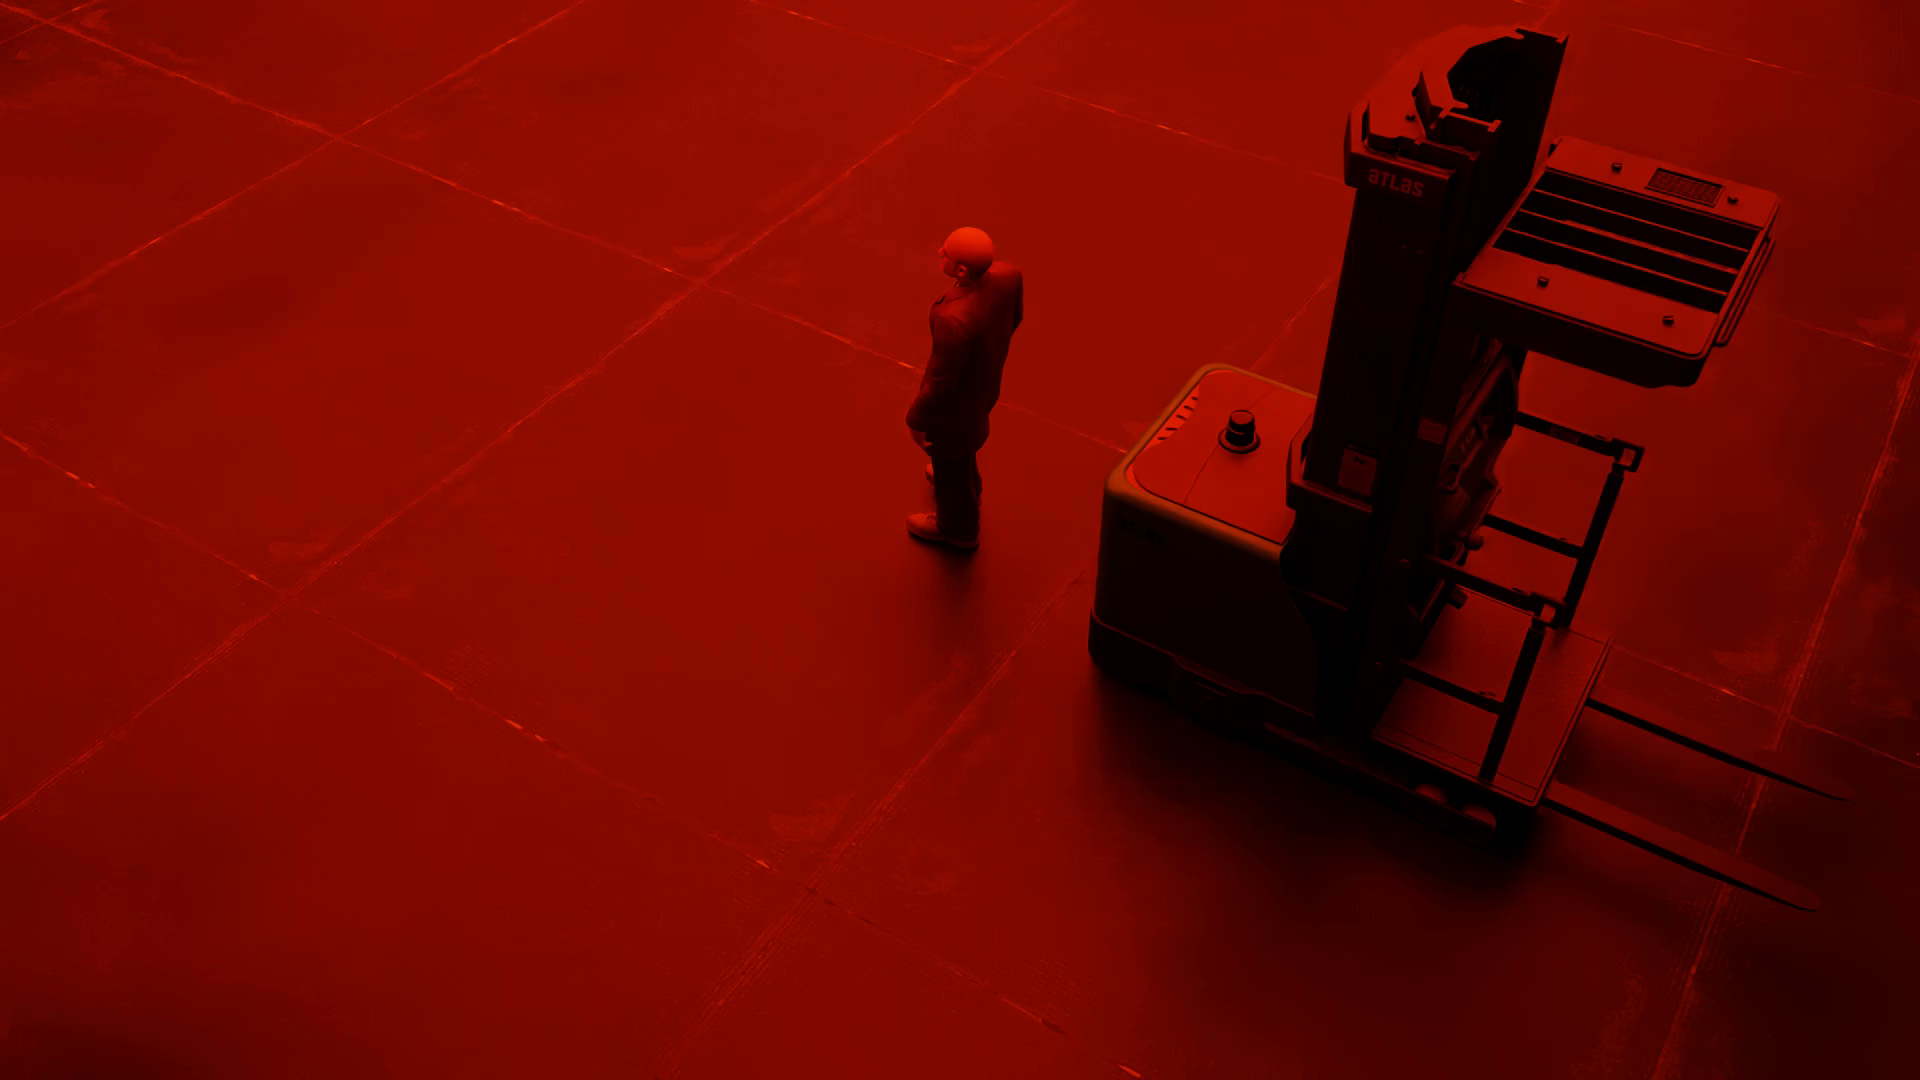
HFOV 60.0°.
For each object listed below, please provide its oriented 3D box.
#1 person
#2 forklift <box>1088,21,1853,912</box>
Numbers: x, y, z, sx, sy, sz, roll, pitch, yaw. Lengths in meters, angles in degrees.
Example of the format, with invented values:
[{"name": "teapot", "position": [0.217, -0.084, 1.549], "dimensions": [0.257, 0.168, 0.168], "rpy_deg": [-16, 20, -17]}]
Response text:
[{"name": "person", "position": [-0.076, -0.687, 7.401], "dimensions": [0.580, 1.778, 0.696], "rpy_deg": [24, 48, 23]}, {"name": "forklift", "position": [2.089, -0.263, 6.126], "dimensions": [3.031, 2.935, 1.130], "rpy_deg": [23, 48, 23]}]
